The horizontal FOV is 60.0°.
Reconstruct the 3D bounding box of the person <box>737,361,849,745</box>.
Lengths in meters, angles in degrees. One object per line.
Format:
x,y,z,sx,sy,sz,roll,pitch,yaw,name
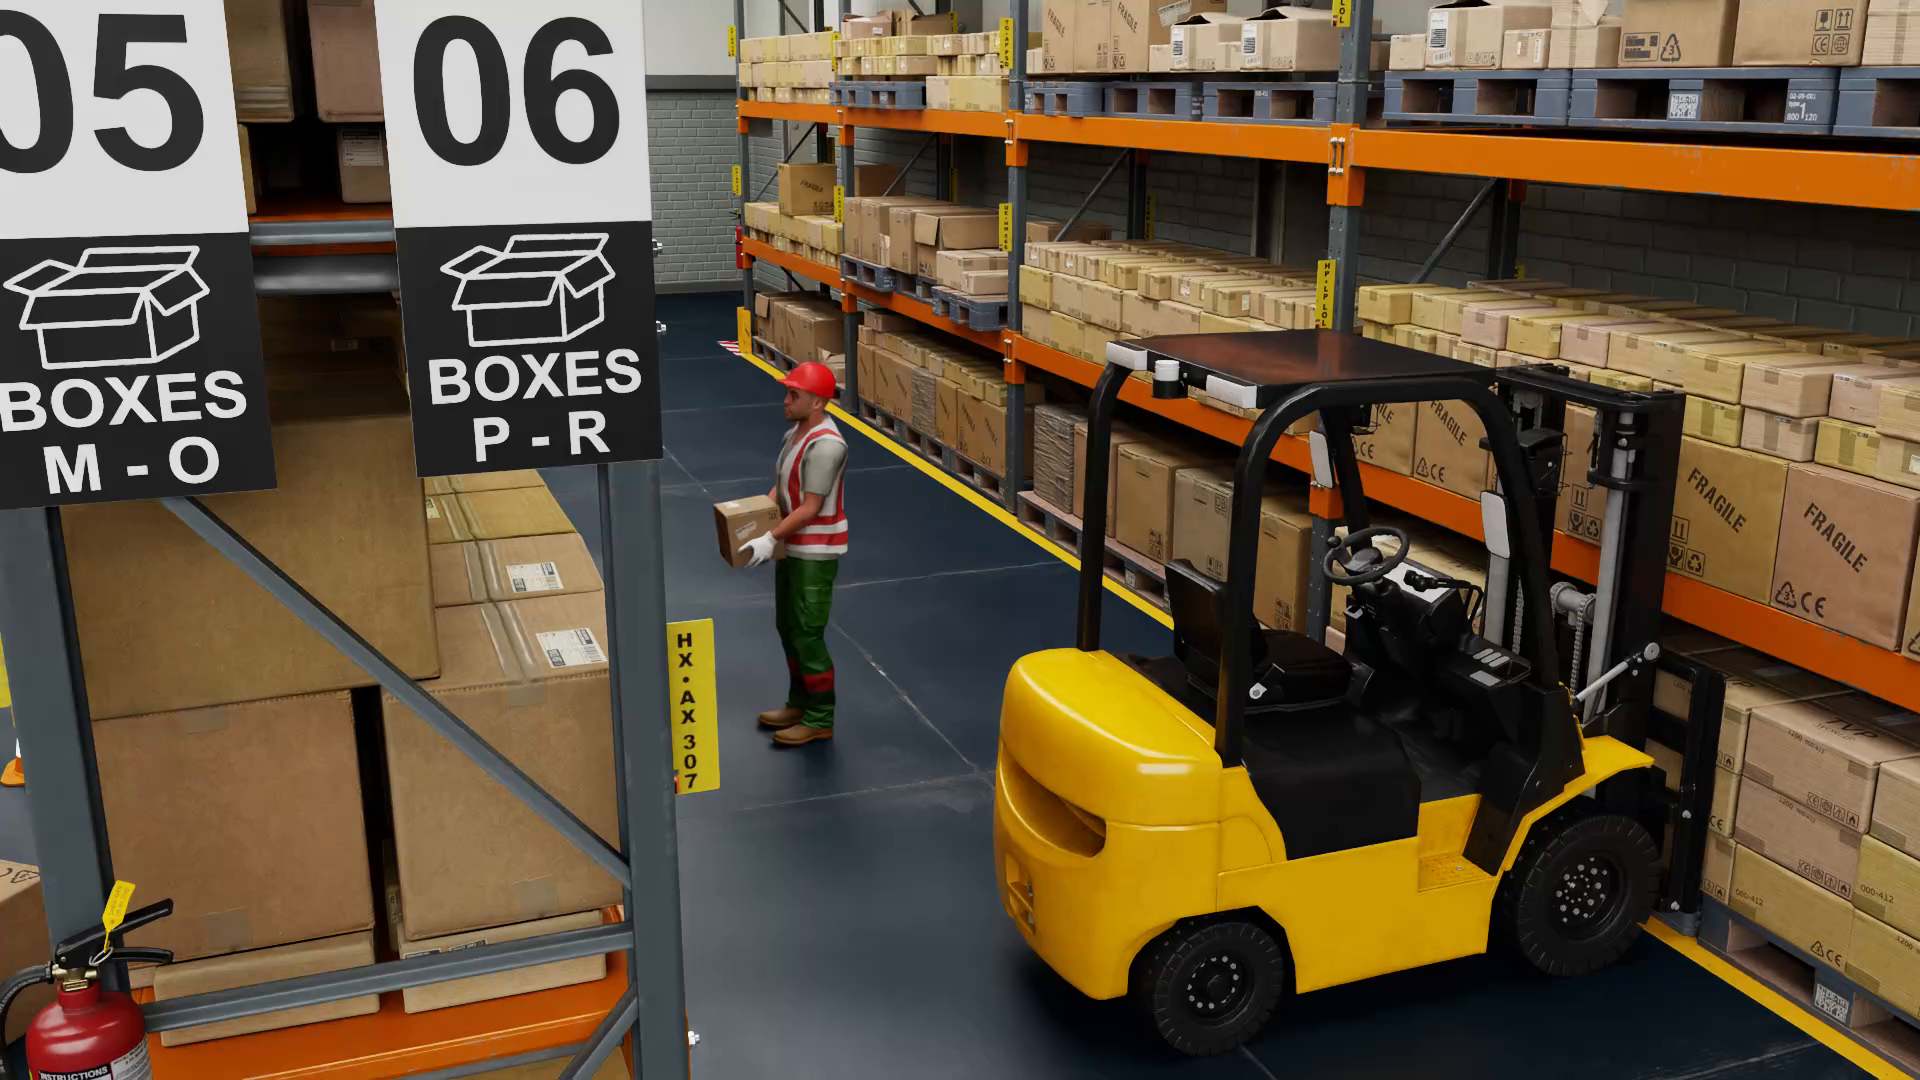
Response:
-0.799,0.067,7.729,0.547,1.793,0.519,-6,17,-20,person
